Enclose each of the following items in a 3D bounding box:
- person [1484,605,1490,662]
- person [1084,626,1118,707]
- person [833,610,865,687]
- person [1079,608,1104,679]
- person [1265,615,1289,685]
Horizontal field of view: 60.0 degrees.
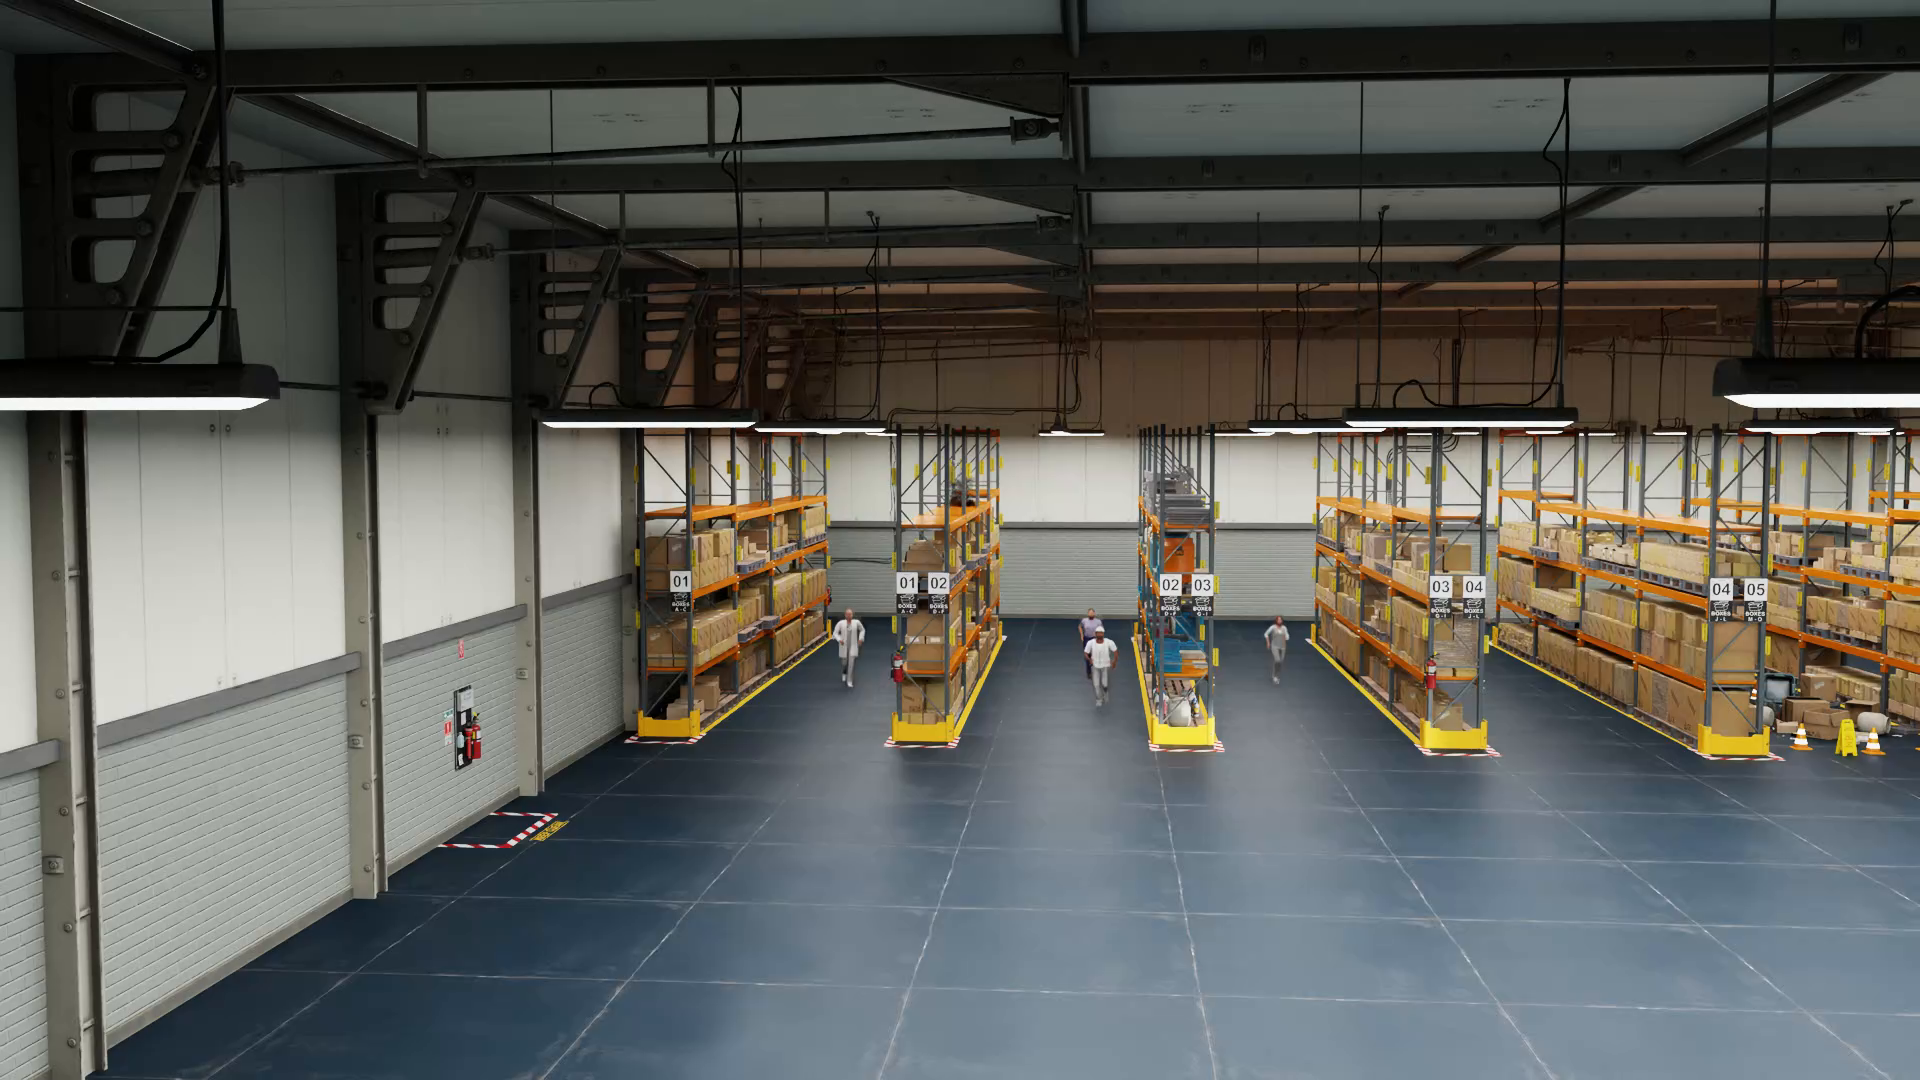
[{"bbox_3d":[13.461,2.271,43.193,0.615,1.685,0.933,0,3,7],"label":"person"},{"bbox_3d":[2.999,2.696,35.442,0.731,1.716,0.597,0,3,7],"label":"person"},{"bbox_3d":[-2.571,2.494,38.664,0.737,1.775,0.836,0,3,-4],"label":"person"},{"bbox_3d":[3.157,2.464,39.957,0.617,1.649,0.818,0,3,4],"label":"person"},{"bbox_3d":[7.420,2.562,38.796,0.503,1.617,0.682,-1,4,-10],"label":"person"}]
